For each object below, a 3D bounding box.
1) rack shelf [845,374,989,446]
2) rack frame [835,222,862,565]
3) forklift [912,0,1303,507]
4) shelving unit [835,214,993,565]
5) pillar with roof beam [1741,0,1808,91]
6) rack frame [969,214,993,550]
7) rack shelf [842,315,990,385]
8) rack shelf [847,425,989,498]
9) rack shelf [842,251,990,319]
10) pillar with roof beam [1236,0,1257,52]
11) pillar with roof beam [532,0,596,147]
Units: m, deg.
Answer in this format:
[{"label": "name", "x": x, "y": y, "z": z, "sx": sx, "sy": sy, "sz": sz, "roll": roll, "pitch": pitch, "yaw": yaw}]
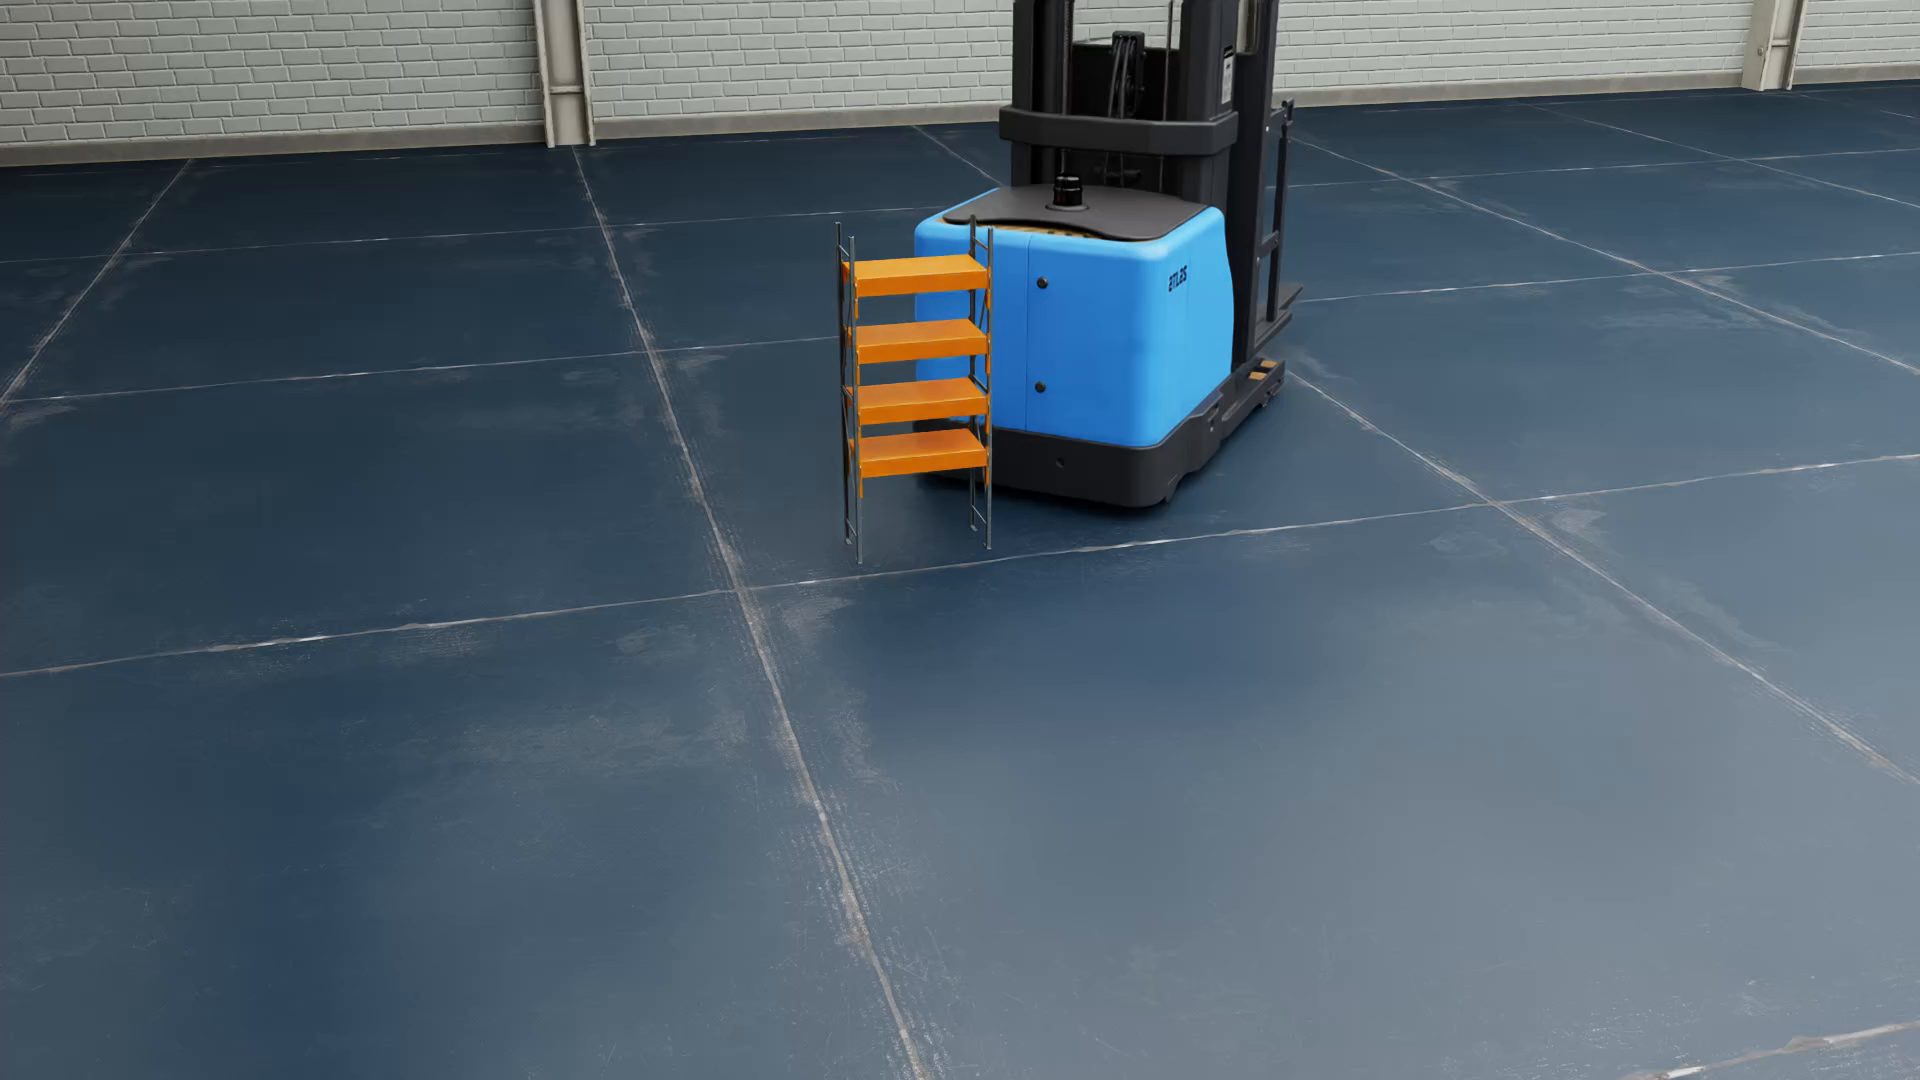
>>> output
[{"label": "rack shelf", "x": -0.159, "y": -0.472, "z": 5.999, "sx": 0.480, "sy": 0.148, "sz": 0.258, "roll": -6, "pitch": 24, "yaw": -14}, {"label": "rack frame", "x": -0.394, "y": -0.508, "z": 5.912, "sx": 0.015, "sy": 1.200, "sz": 0.240, "roll": -6, "pitch": 24, "yaw": -14}, {"label": "forklift", "x": 0.884, "y": -2.020, "z": 7.241, "sx": 1.130, "sy": 2.935, "sz": 3.031, "roll": 10, "pitch": 25, "yaw": 23}, {"label": "shelving unit", "x": -0.159, "y": -0.534, "z": 5.972, "sx": 0.503, "sy": 1.200, "sz": 0.258, "roll": -6, "pitch": 24, "yaw": -14}, {"label": "pillar with roof beam", "x": 9.421, "y": -7.139, "z": 11.476, "sx": 0.400, "sy": 9.000, "sz": 9.100, "roll": -6, "pitch": 24, "yaw": -14}, {"label": "rack frame", "x": 0.076, "y": -0.560, "z": 6.033, "sx": 0.015, "sy": 1.200, "sz": 0.240, "roll": -6, "pitch": 24, "yaw": -14}, {"label": "rack shelf", "x": -0.159, "y": -0.677, "z": 5.911, "sx": 0.480, "sy": 0.148, "sz": 0.258, "roll": -6, "pitch": 24, "yaw": -14}, {"label": "rack shelf", "x": -0.159, "y": -0.289, "z": 6.077, "sx": 0.480, "sy": 0.148, "sz": 0.258, "roll": -6, "pitch": 24, "yaw": -14}, {"label": "rack shelf", "x": -0.159, "y": -0.895, "z": 5.817, "sx": 0.480, "sy": 0.148, "sz": 0.258, "roll": -6, "pitch": 24, "yaw": -14}, {"label": "pillar with roof beam", "x": 3.644, "y": -6.500, "z": 9.987, "sx": 0.400, "sy": 9.000, "sz": 9.100, "roll": -6, "pitch": 24, "yaw": -14}, {"label": "pillar with roof beam", "x": -2.133, "y": -5.861, "z": 8.498, "sx": 0.400, "sy": 9.000, "sz": 9.100, "roll": -6, "pitch": 24, "yaw": -14}]
